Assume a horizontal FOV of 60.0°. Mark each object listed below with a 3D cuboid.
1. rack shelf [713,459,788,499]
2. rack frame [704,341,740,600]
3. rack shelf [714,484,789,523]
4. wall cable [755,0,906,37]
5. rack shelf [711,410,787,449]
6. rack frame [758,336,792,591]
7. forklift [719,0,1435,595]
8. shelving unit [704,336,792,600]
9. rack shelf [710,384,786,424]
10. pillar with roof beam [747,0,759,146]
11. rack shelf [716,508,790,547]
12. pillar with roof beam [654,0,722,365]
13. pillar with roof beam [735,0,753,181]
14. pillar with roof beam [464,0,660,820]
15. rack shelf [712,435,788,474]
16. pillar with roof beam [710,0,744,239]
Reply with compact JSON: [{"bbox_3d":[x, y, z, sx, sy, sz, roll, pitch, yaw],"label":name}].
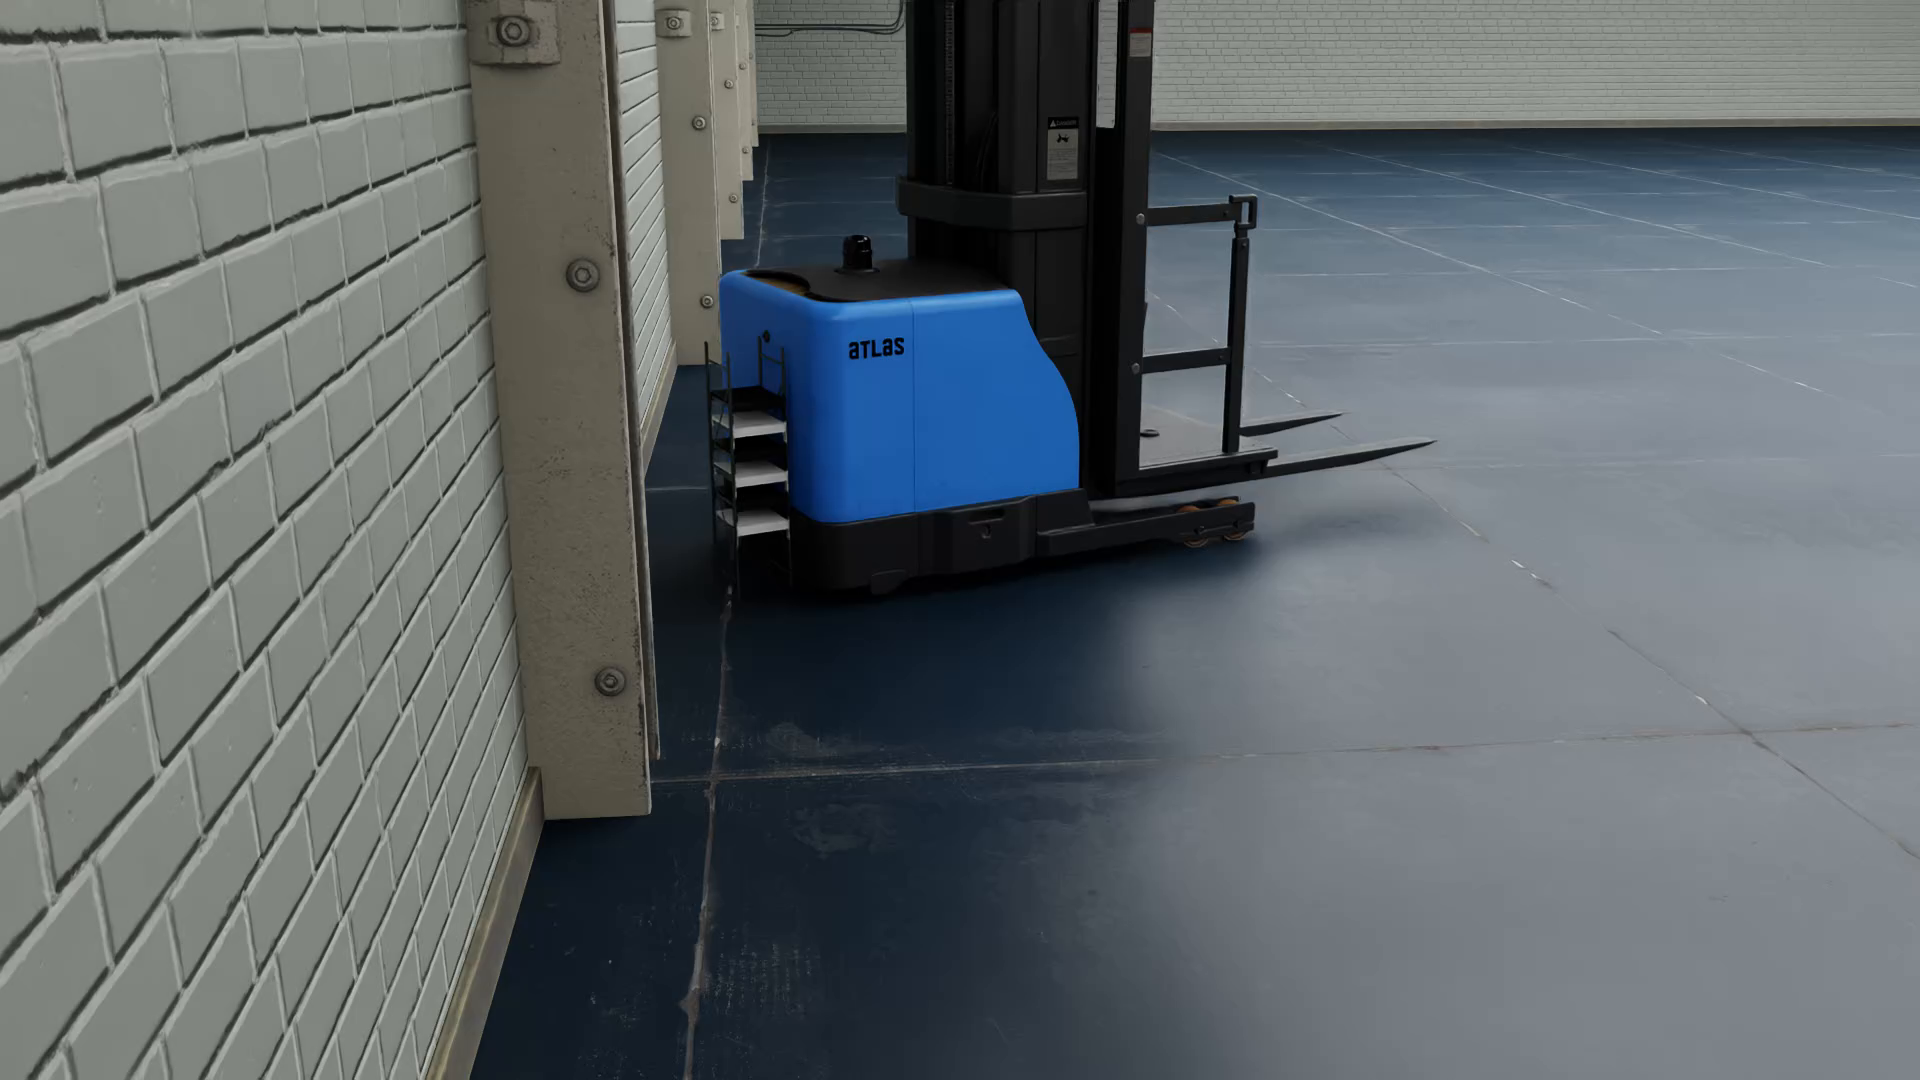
[{"bbox_3d":[-0.763,-0.229,6.017,0.200,0.077,0.258,-9,20,-27],"label":"rack shelf"},{"bbox_3d":[-0.852,-0.247,5.961,0.006,0.900,0.240,-9,20,-27],"label":"rack frame"},{"bbox_3d":[-0.763,-0.143,6.043,0.200,0.077,0.258,-9,20,-27],"label":"rack shelf"},{"bbox_3d":[-2.454,-10.213,29.367,3.097,2.526,0.112,-2,18,-6],"label":"wall cable"},{"bbox_3d":[-0.763,-0.401,5.963,0.200,0.077,0.258,-9,20,-27],"label":"rack shelf"},{"bbox_3d":[-0.673,-0.276,6.053,0.006,0.900,0.240,-9,20,-27],"label":"rack frame"},{"bbox_3d":[0.604,-1.496,6.548,3.031,2.935,1.130,-9,20,-27],"label":"forklift"},{"bbox_3d":[-0.763,-0.261,6.007,0.210,0.900,0.258,-9,20,-27],"label":"shelving unit"},{"bbox_3d":[-0.763,-0.487,5.936,0.200,0.077,0.258,-9,20,-27],"label":"rack shelf"},{"bbox_3d":[0.817,-10.908,26.400,9.100,9.000,0.400,-2,18,-6],"label":"pillar with roof beam"},{"bbox_3d":[-0.763,-0.058,6.070,0.200,0.077,0.258,-9,20,-27],"label":"rack shelf"},{"bbox_3d":[2.673,-5.546,9.318,9.100,9.000,0.400,-2,18,-6],"label":"pillar with roof beam"},{"bbox_3d":[1.436,-9.121,20.706,9.100,9.000,0.400,-2,18,-6],"label":"pillar with roof beam"},{"bbox_3d":[3.292,-3.758,3.624,9.100,9.000,0.400,-2,18,-6],"label":"pillar with roof beam"},{"bbox_3d":[-0.763,-0.315,5.990,0.200,0.077,0.258,-9,20,-27],"label":"rack shelf"},{"bbox_3d":[2.054,-7.333,15.012,9.100,9.000,0.400,-2,18,-6],"label":"pillar with roof beam"}]
